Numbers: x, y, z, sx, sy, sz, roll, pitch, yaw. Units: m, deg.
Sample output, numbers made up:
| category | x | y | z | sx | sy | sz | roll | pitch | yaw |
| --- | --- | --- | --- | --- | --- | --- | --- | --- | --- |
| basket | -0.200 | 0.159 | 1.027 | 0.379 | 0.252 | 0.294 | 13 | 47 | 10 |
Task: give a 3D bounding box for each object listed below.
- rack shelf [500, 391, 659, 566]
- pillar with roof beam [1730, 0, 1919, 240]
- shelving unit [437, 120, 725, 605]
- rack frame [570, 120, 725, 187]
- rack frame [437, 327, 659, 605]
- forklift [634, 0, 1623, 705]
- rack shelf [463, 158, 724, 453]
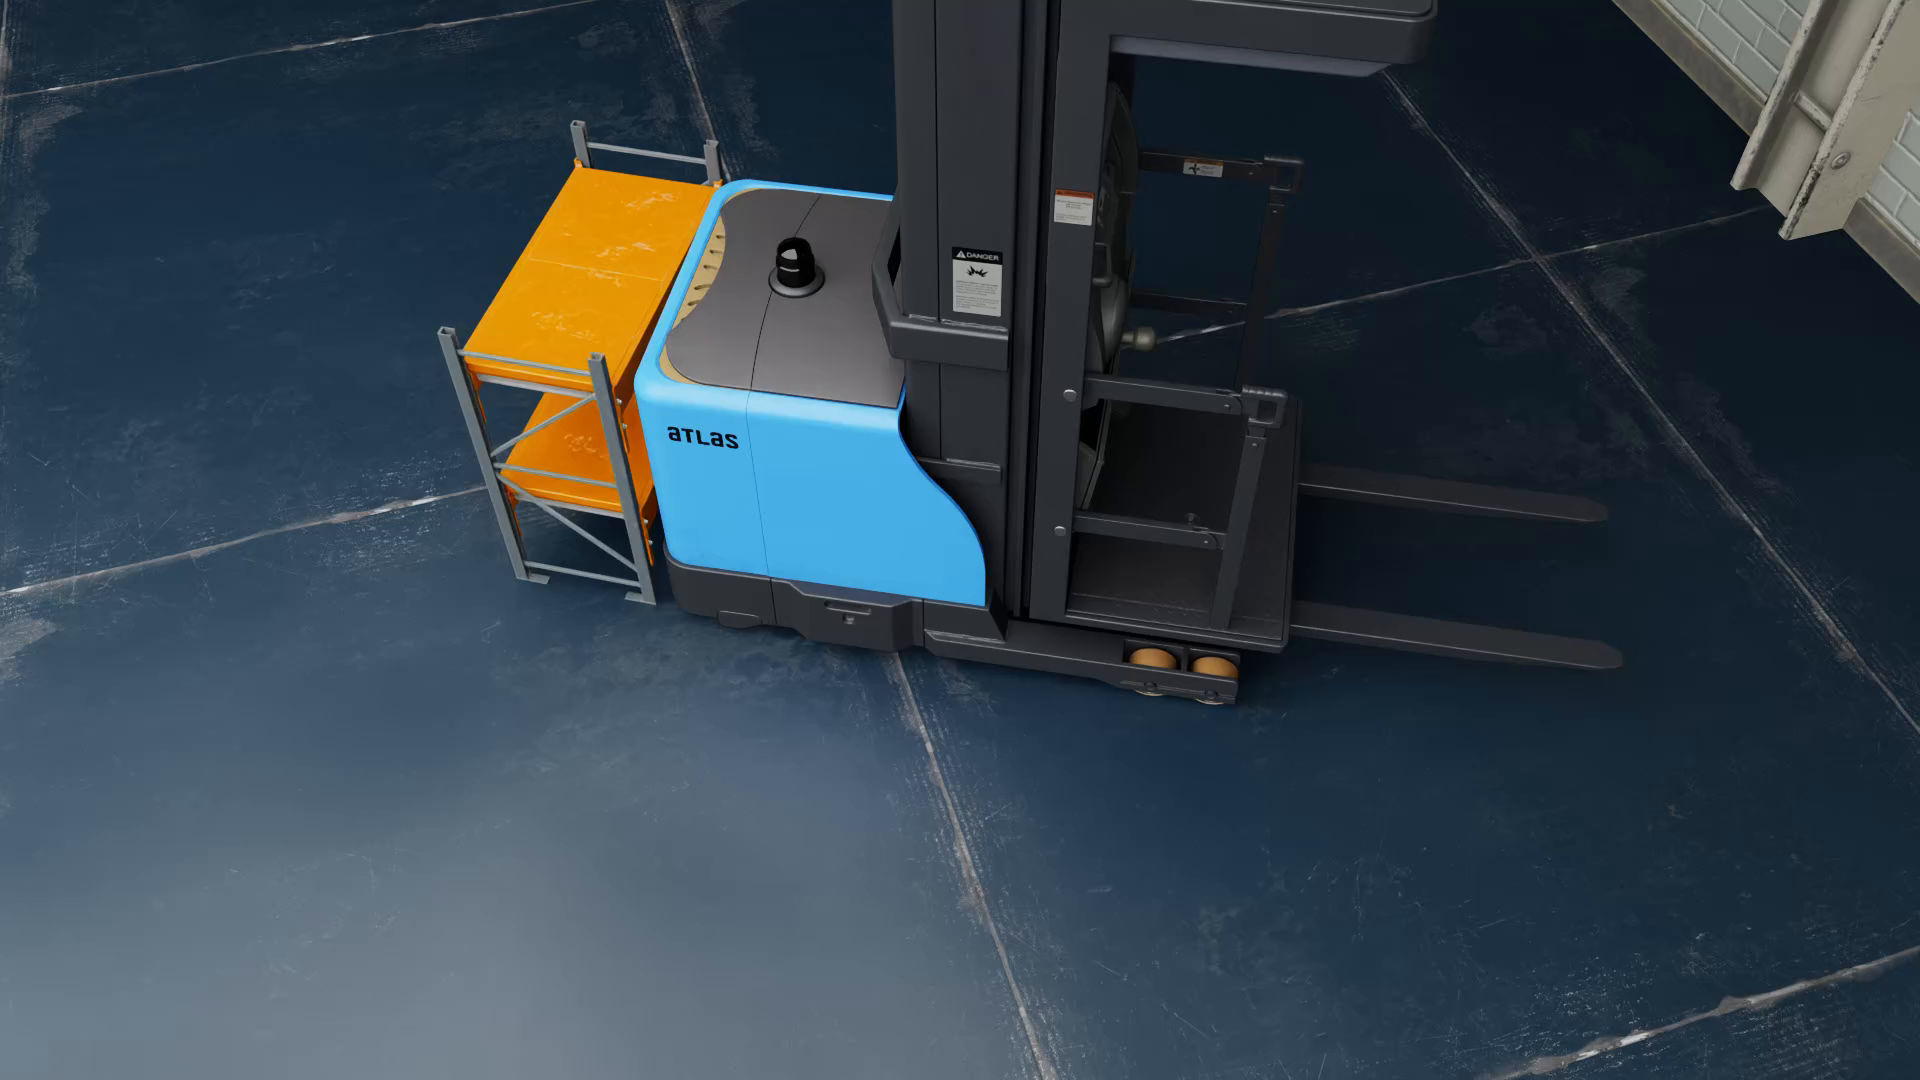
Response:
| category | x | y | z | sx | sy | sz | roll | pitch | yaw |
| --- | --- | --- | --- | --- | --- | --- | --- | --- | --- |
| rack shelf | -1.140 | -0.419 | 5.688 | 0.538 | 0.278 | 1.000 | 10 | 51 | 8 |
| pillar with roof beam | -0.659 | -3.327 | 2.669 | 9.100 | 9.000 | 0.400 | -13 | 51 | -11 |
| shelving unit | -1.140 | -0.577 | 5.501 | 0.538 | 1.125 | 1.048 | 10 | 51 | 8 |
| rack frame | -1.024 | -0.955 | 5.820 | 0.500 | 1.125 | 0.032 | 10 | 51 | 8 |
| rack frame | -1.256 | -0.199 | 5.182 | 0.500 | 1.125 | 0.032 | 10 | 51 | 8 |
| forklift | 0.613 | -0.862 | 4.560 | 3.031 | 2.935 | 1.130 | 8 | 50 | 6 |
| rack shelf | -1.140 | -0.766 | 5.277 | 0.538 | 0.278 | 1.000 | 10 | 51 | 8 |
